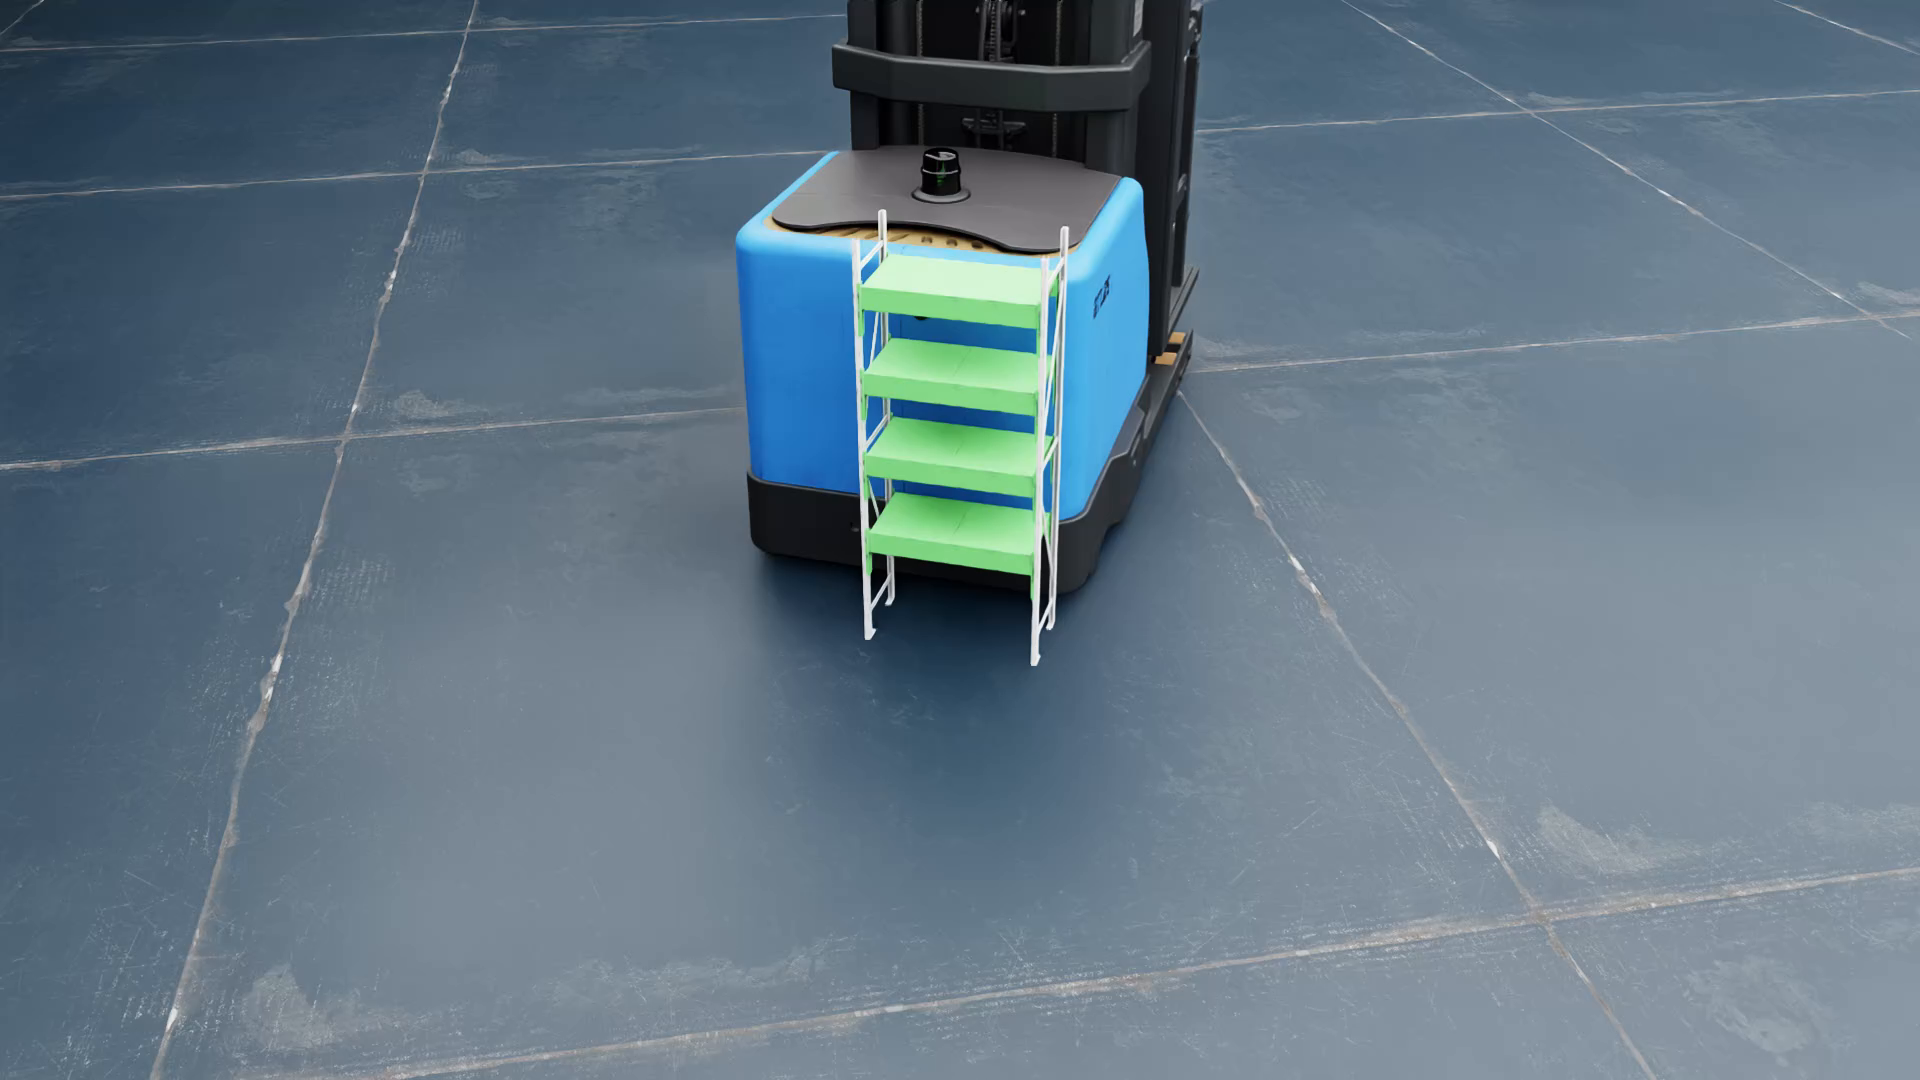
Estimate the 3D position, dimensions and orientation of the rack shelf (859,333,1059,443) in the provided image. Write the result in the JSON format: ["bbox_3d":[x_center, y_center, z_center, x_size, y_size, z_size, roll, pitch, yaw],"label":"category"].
[{"bbox_3d":[0.002,-0.407,4.411,0.480,0.148,0.258,8,31,13],"label":"rack shelf"}]

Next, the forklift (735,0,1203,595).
[{"bbox_3d":[0.256,-1.840,5.487,1.130,2.935,3.031,8,31,14],"label":"forklift"}]

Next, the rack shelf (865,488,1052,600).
[{"bbox_3d":[0.002,0.007,4.655,0.480,0.148,0.258,8,31,13],"label":"rack shelf"}]

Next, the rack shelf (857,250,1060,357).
[{"bbox_3d":[0.002,-0.614,4.290,0.480,0.148,0.258,8,31,13],"label":"rack shelf"}]

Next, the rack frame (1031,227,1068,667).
[{"bbox_3d":[0.237,-0.222,4.444,0.015,1.200,0.240,8,31,13],"label":"rack frame"}]

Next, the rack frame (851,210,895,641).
[{"bbox_3d":[-0.233,-0.289,4.557,0.015,1.200,0.240,8,31,13],"label":"rack frame"}]

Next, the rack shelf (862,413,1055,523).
[{"bbox_3d":[0.002,-0.200,4.533,0.480,0.148,0.258,8,31,13],"label":"rack shelf"}]

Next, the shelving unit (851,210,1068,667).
[{"bbox_3d":[0.002,-0.255,4.500,0.503,1.200,0.258,8,31,13],"label":"shelving unit"}]
